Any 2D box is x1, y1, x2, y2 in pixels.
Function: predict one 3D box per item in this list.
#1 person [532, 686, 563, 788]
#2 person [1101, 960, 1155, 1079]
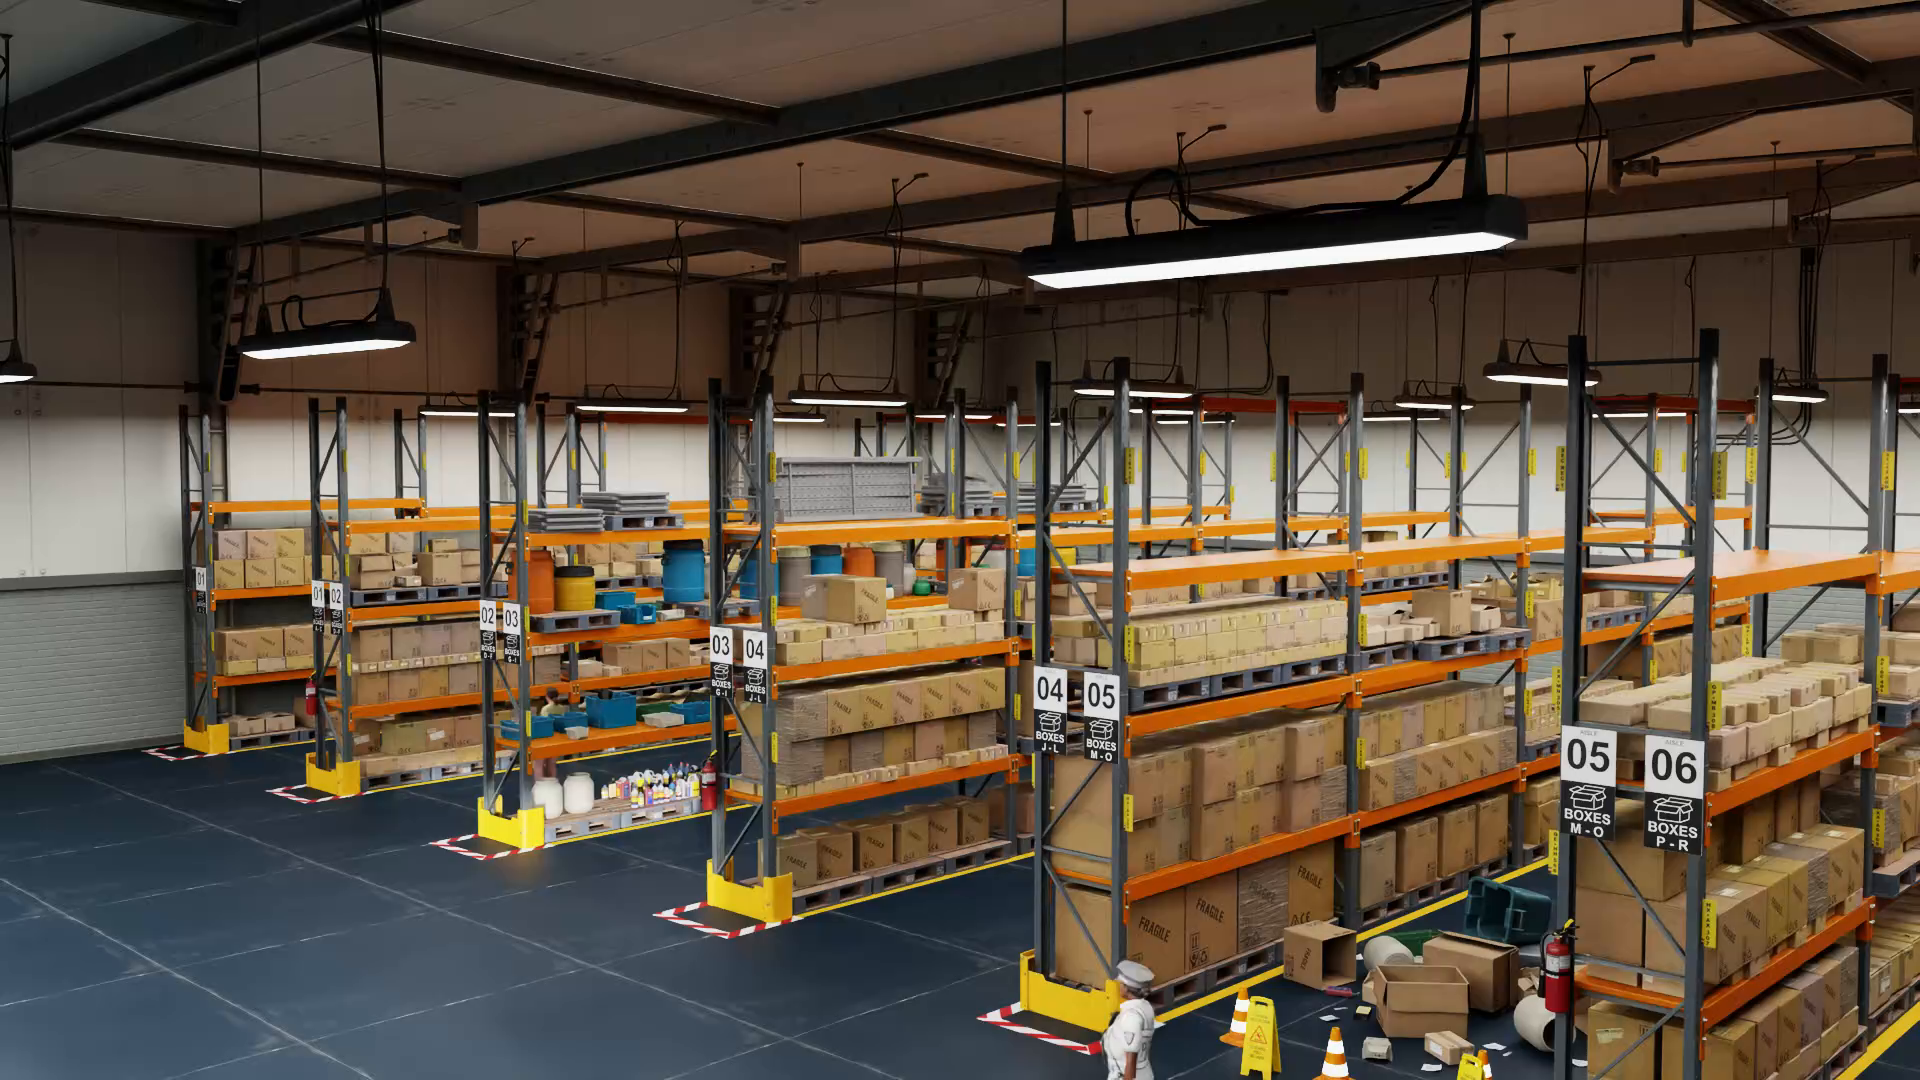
[{"bbox_3d":[-6.149,3.035,24.754,0.389,1.712,0.549,2,4,32],"label":"person"},{"bbox_3d":[1.101,3.732,11.275,0.414,1.700,0.552,1,3,11],"label":"person"}]
